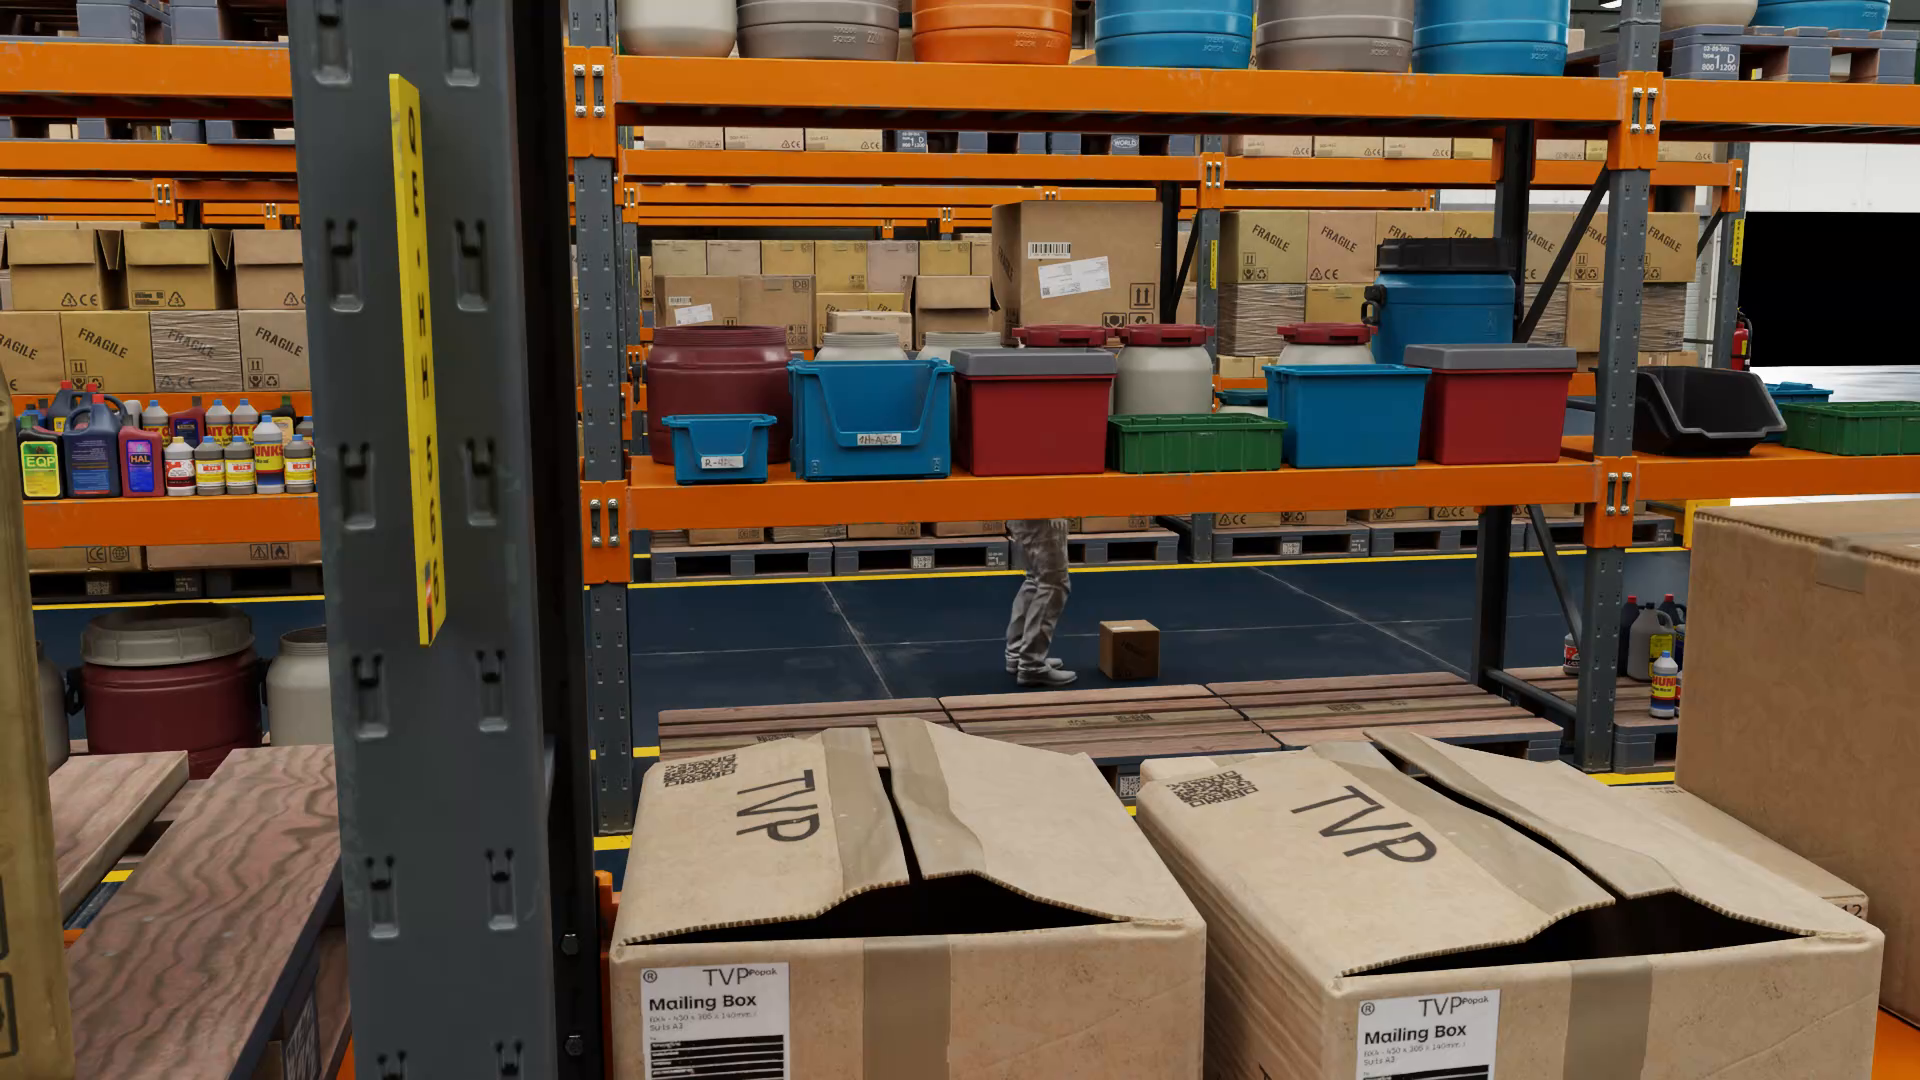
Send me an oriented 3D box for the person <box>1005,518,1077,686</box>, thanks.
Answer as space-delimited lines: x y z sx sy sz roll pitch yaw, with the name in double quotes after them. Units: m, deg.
0.395 -0.162 8.407 0.427 1.749 0.566 -2 10 -10 "person"
